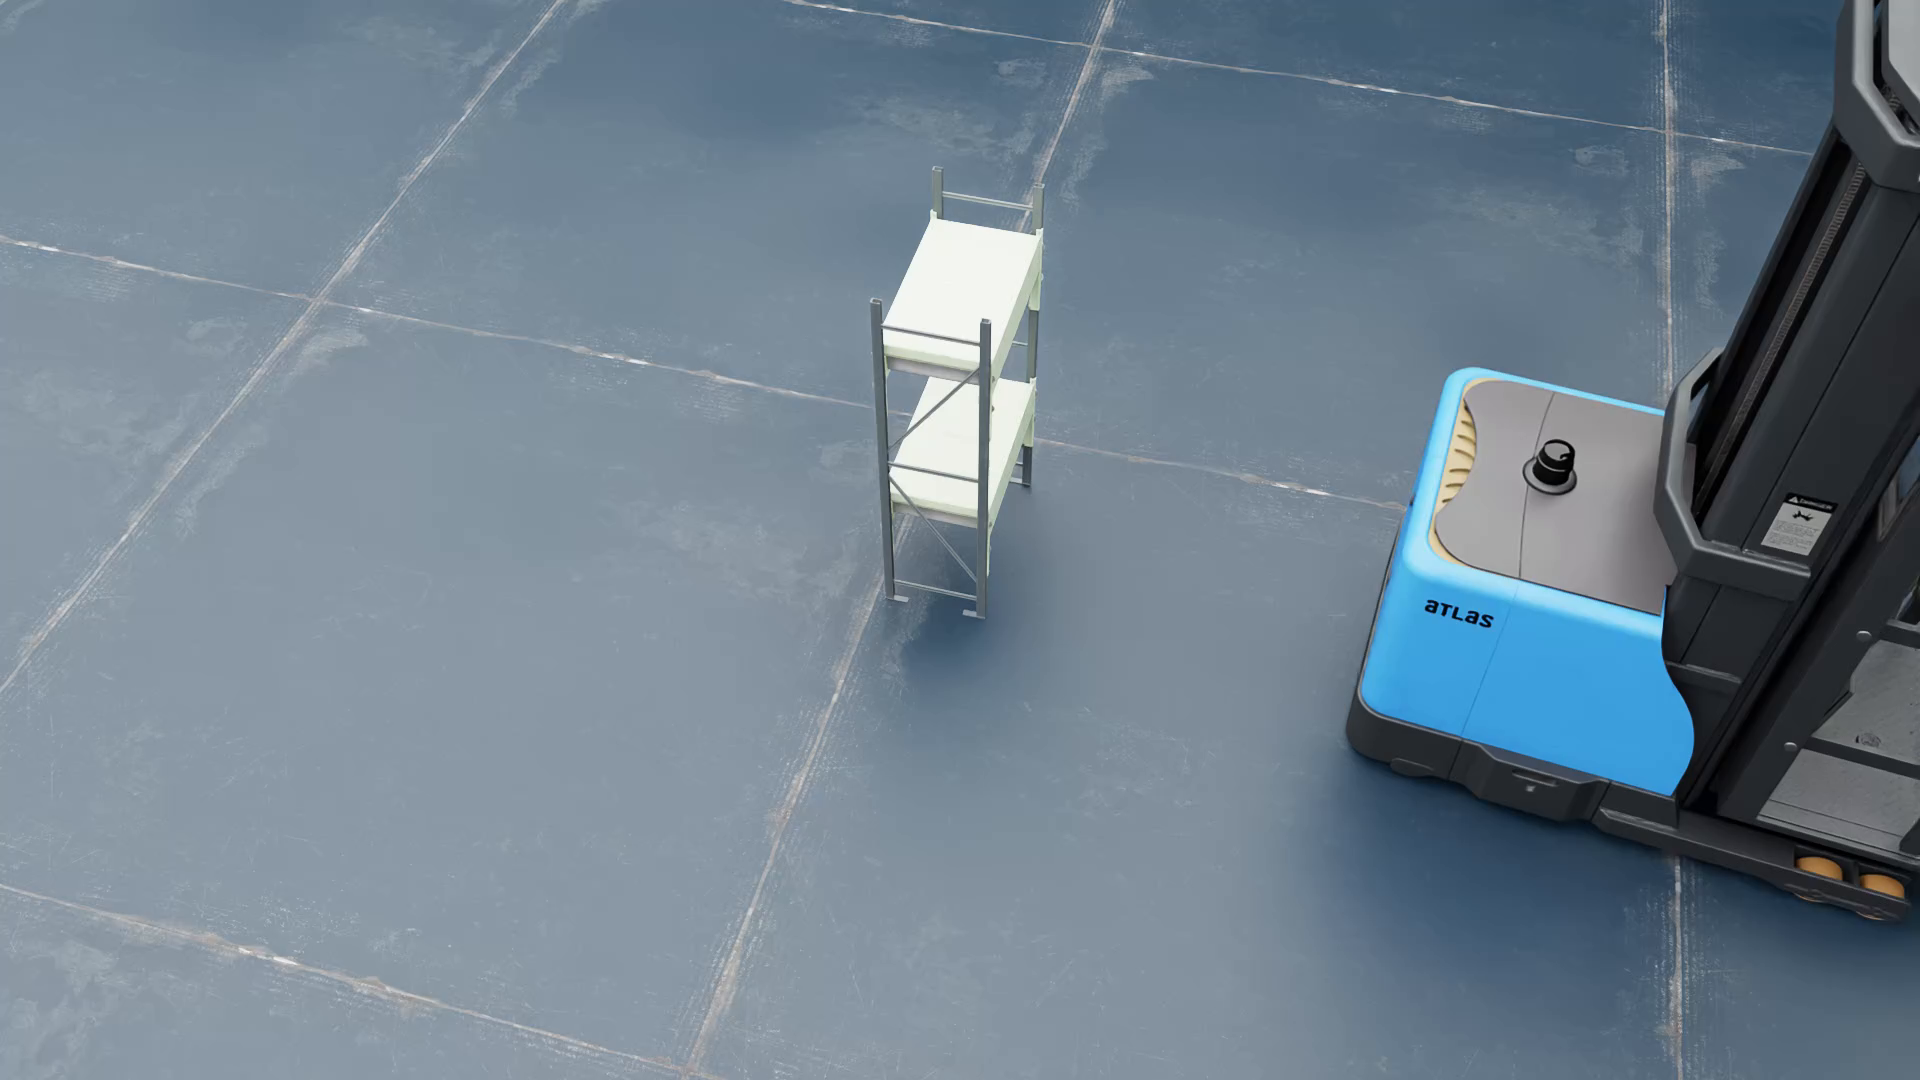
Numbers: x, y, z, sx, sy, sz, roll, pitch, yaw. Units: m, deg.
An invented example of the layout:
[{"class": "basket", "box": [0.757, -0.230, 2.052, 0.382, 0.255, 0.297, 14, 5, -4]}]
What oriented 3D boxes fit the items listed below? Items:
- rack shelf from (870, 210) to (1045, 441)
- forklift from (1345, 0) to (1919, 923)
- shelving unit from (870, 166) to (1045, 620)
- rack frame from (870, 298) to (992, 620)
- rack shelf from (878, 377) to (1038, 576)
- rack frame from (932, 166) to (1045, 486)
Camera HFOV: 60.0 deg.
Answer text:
[{"class": "rack shelf", "box": [0.002, -0.759, 5.818, 0.431, 0.370, 0.720, 12, 50, 10]}, {"class": "forklift", "box": [2.955, -0.157, 4.853, 3.031, 2.935, 1.130, 15, 50, 13]}, {"class": "shelving unit", "box": [0.002, -0.501, 6.111, 0.431, 1.500, 0.755, 12, 50, 10]}, {"class": "rack frame", "box": [-0.095, -0.236, 5.877, 0.400, 1.500, 0.023, 12, 50, 10]}, {"class": "rack shelf", "box": [0.002, -0.285, 6.355, 0.431, 0.370, 0.720, 12, 50, 10]}, {"class": "rack frame", "box": [0.098, -0.766, 6.344, 0.400, 1.500, 0.023, 12, 50, 10]}]
